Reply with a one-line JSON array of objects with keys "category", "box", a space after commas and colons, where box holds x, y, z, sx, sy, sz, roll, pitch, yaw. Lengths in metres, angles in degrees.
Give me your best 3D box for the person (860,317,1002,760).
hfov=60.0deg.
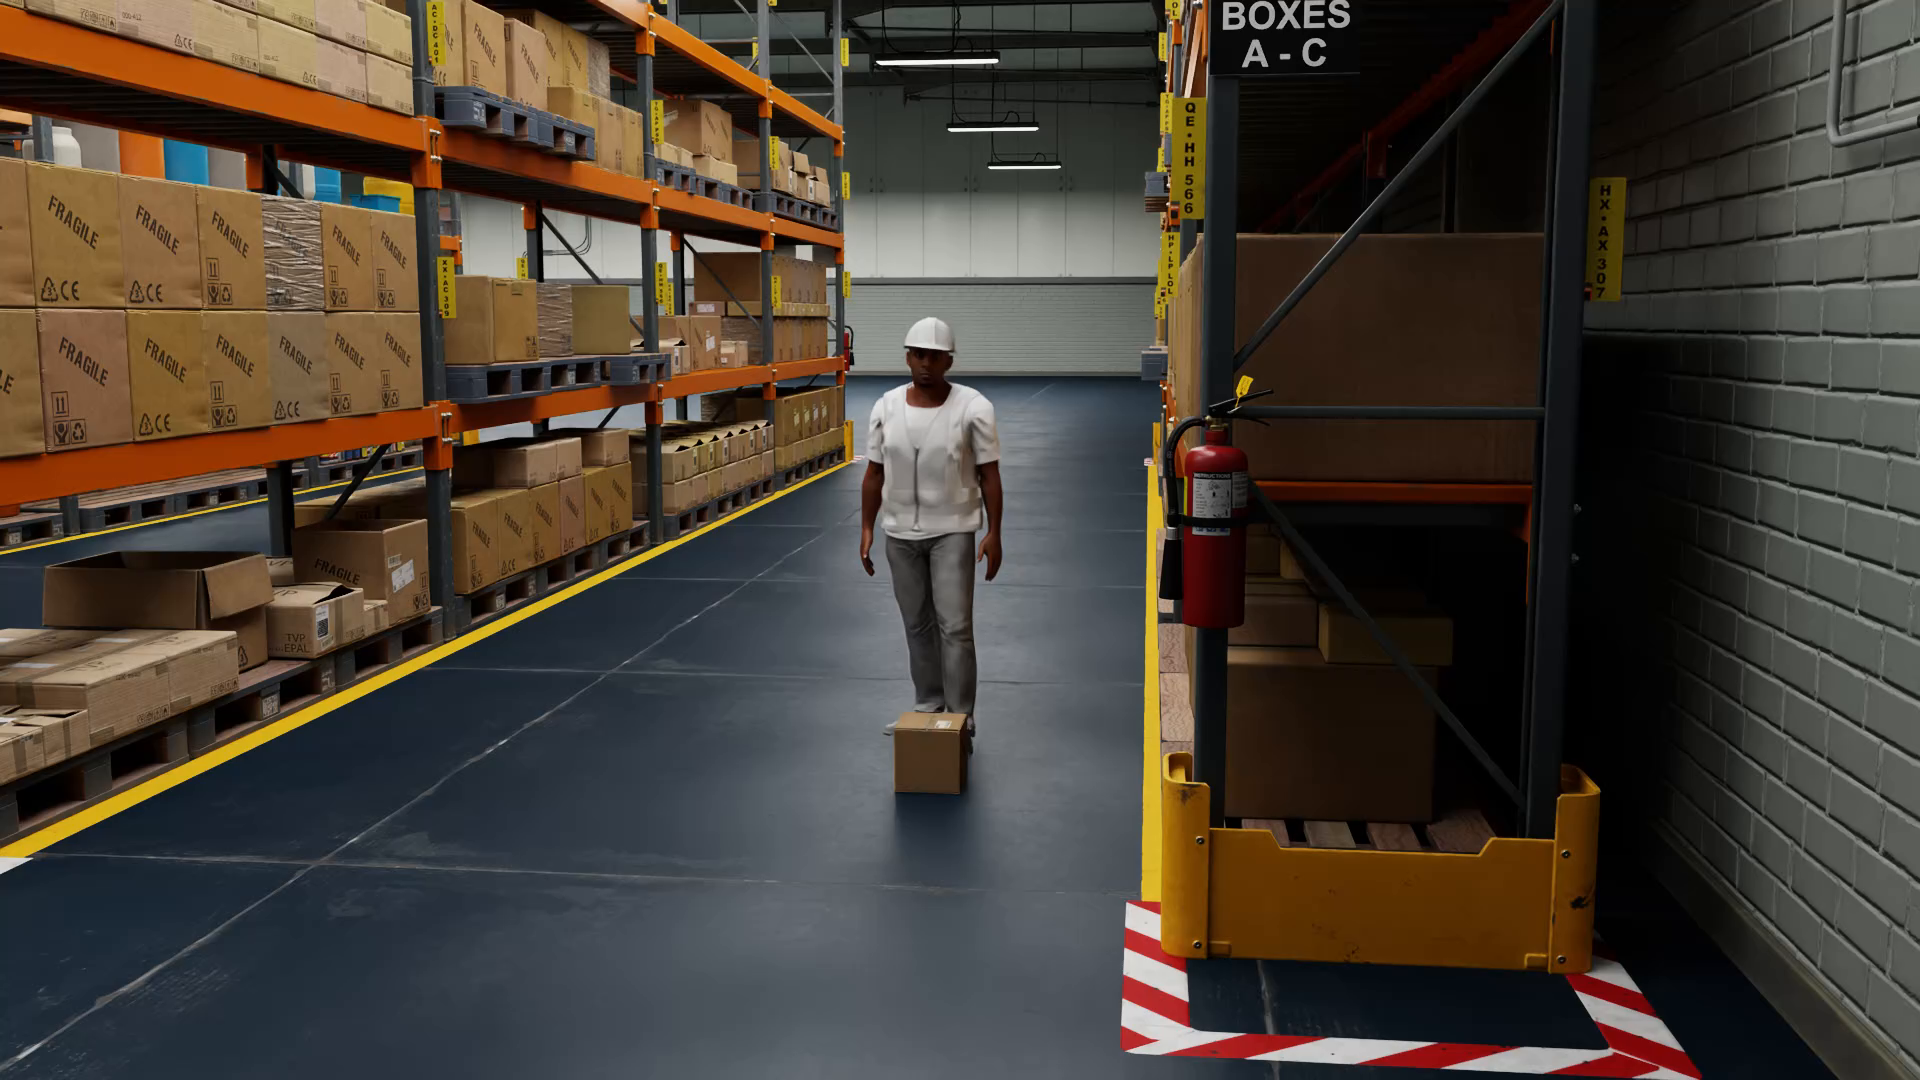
[{"category": "person", "box": [-0.157, -0.019, 6.751, 0.592, 1.758, 0.600, 3, 8, 23]}]
